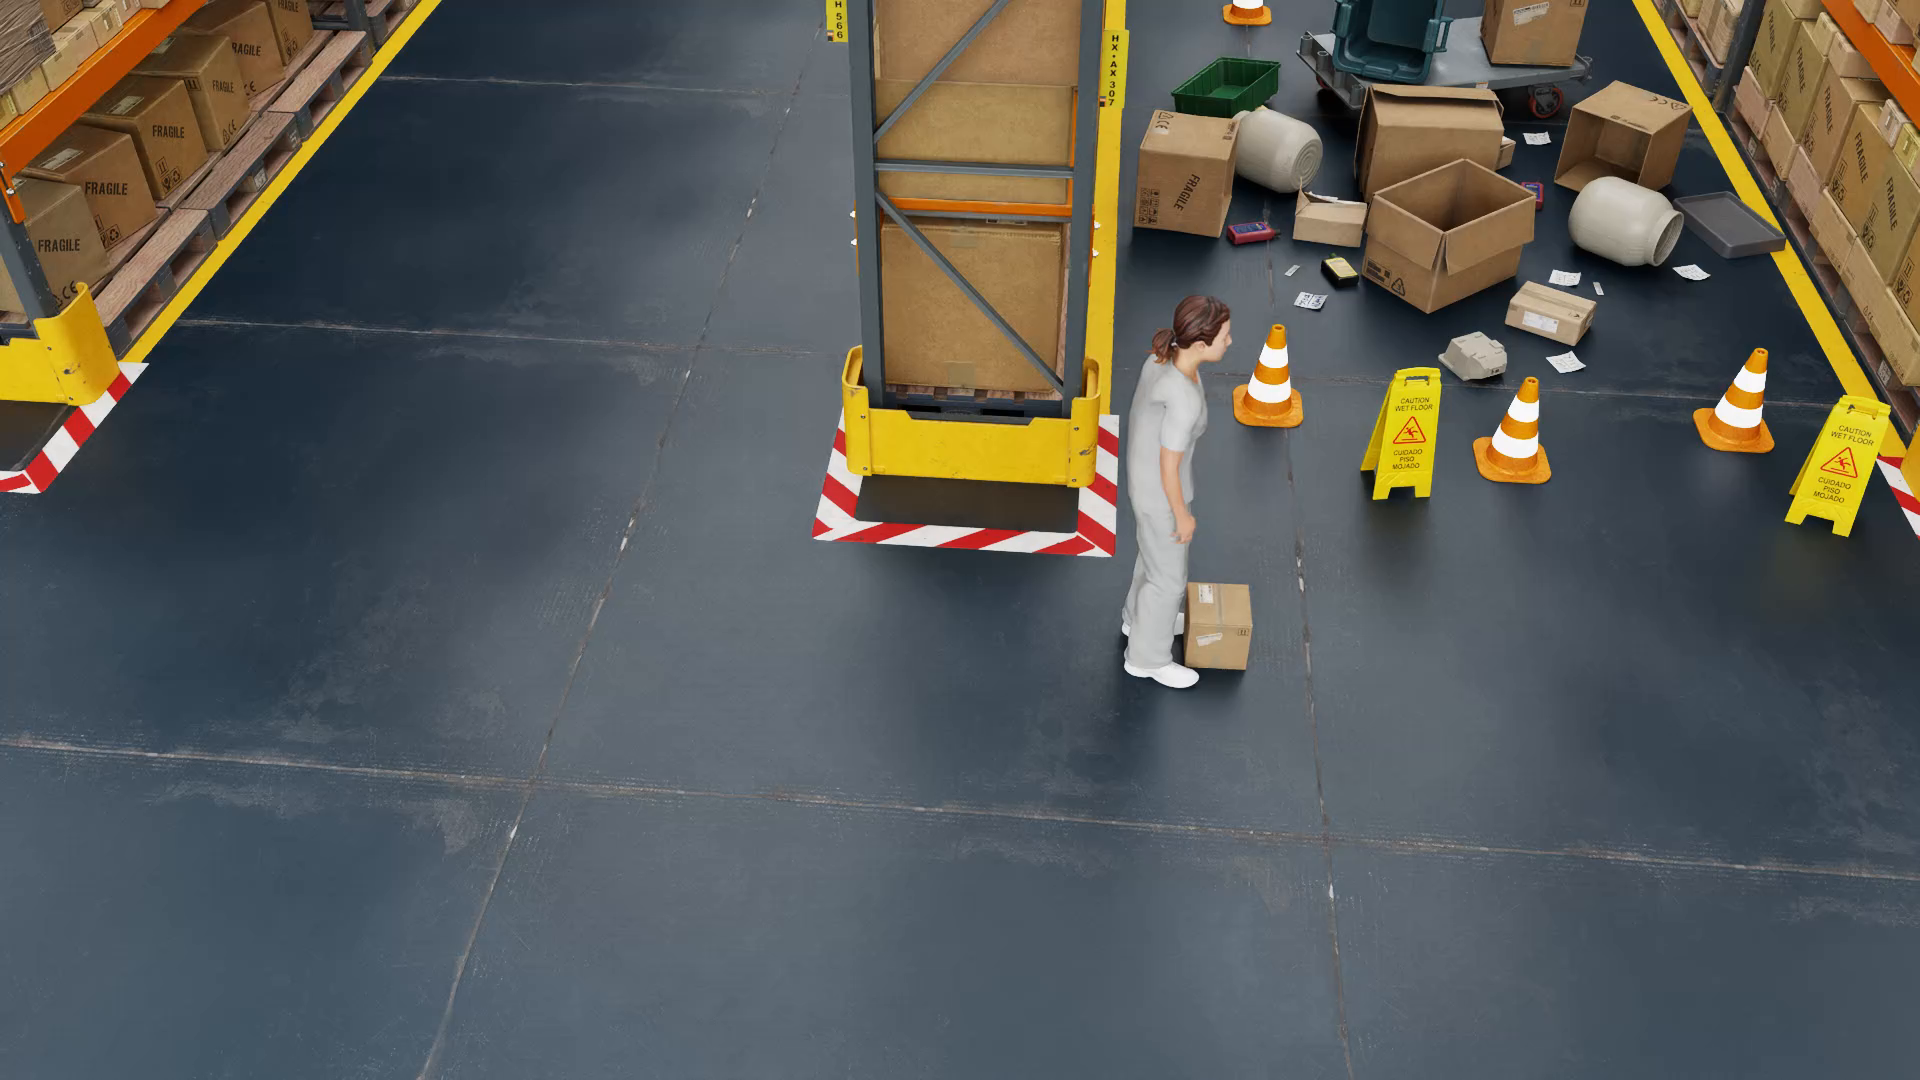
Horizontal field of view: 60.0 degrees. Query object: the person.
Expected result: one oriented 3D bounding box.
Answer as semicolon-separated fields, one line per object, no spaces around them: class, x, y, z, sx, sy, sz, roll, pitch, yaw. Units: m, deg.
person;0.808;-0.200;6.394;0.349;1.673;0.508;2;40;2
